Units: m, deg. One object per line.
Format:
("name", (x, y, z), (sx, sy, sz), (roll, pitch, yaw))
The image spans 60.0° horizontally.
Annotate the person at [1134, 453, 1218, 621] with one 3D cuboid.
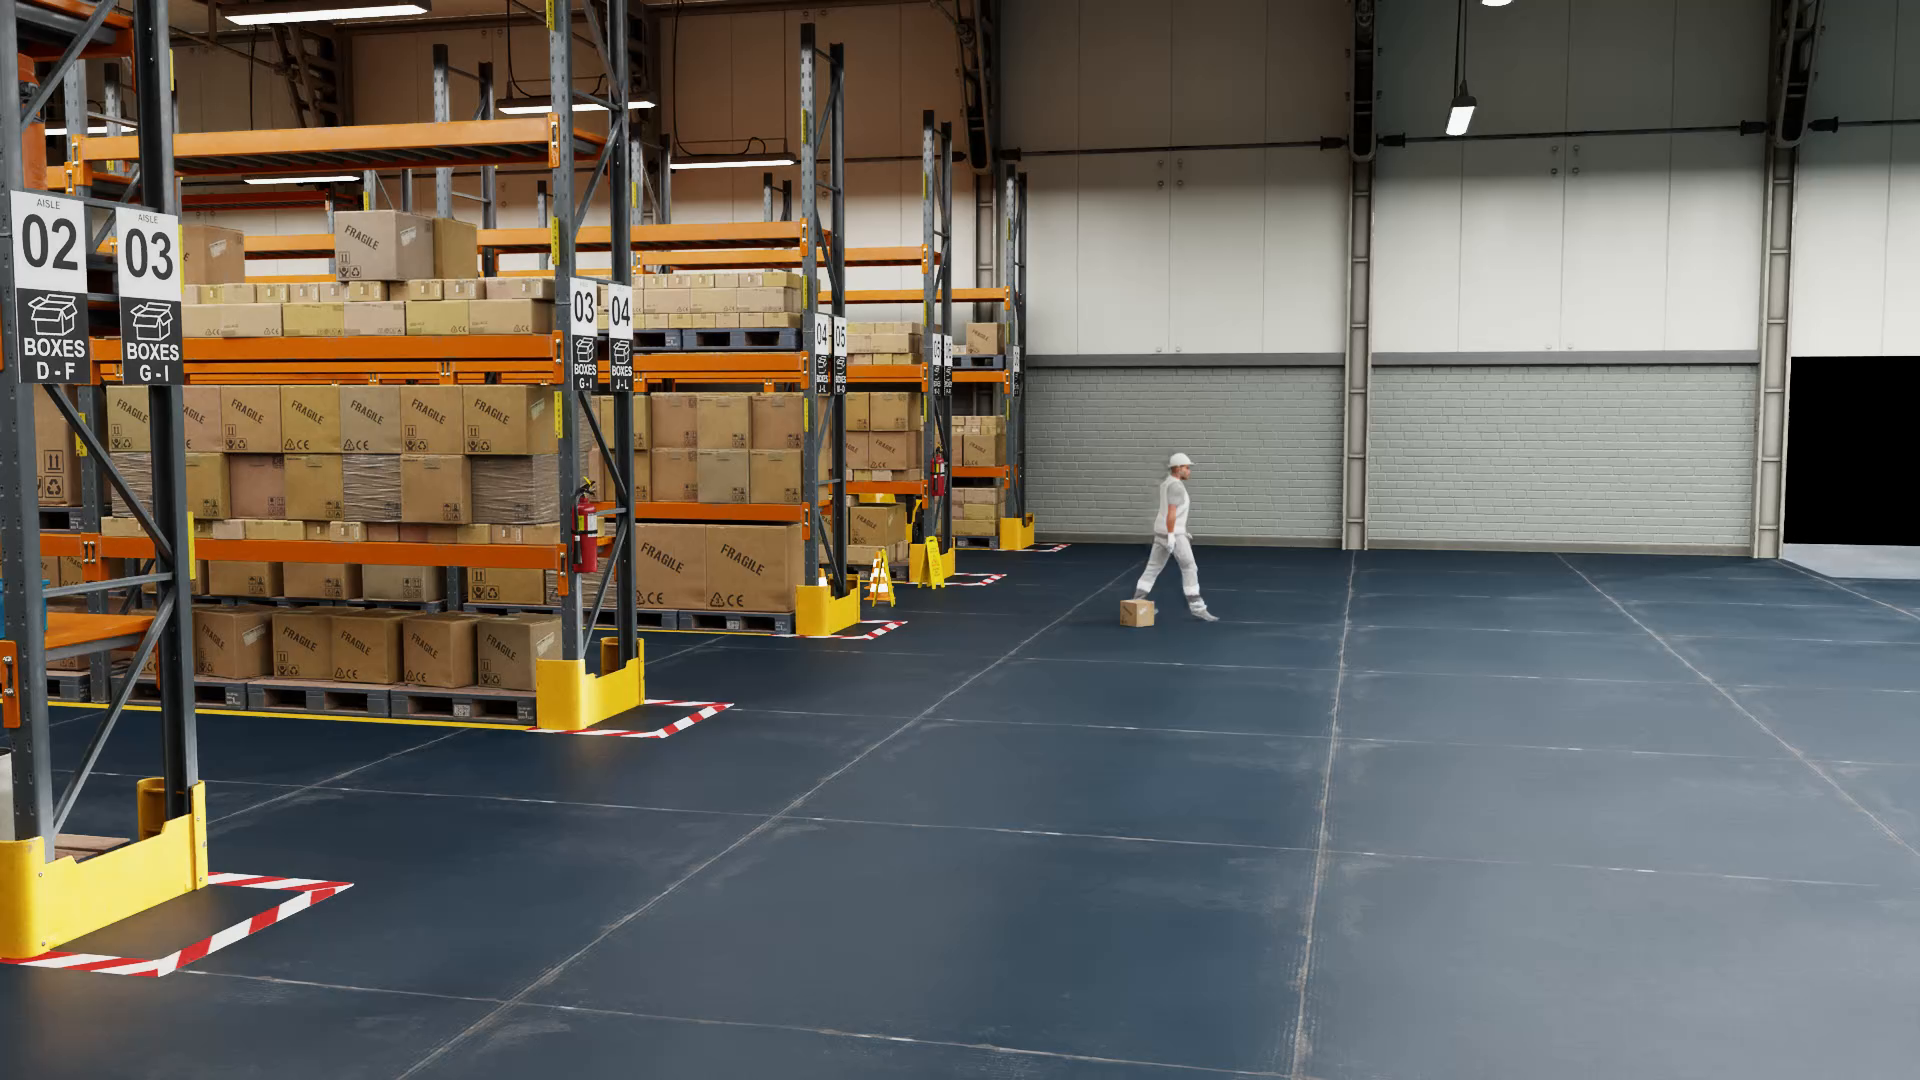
("person", (2.290, -0.029, 17.737), (0.895, 1.788, 0.568), (-1, 5, -10))
